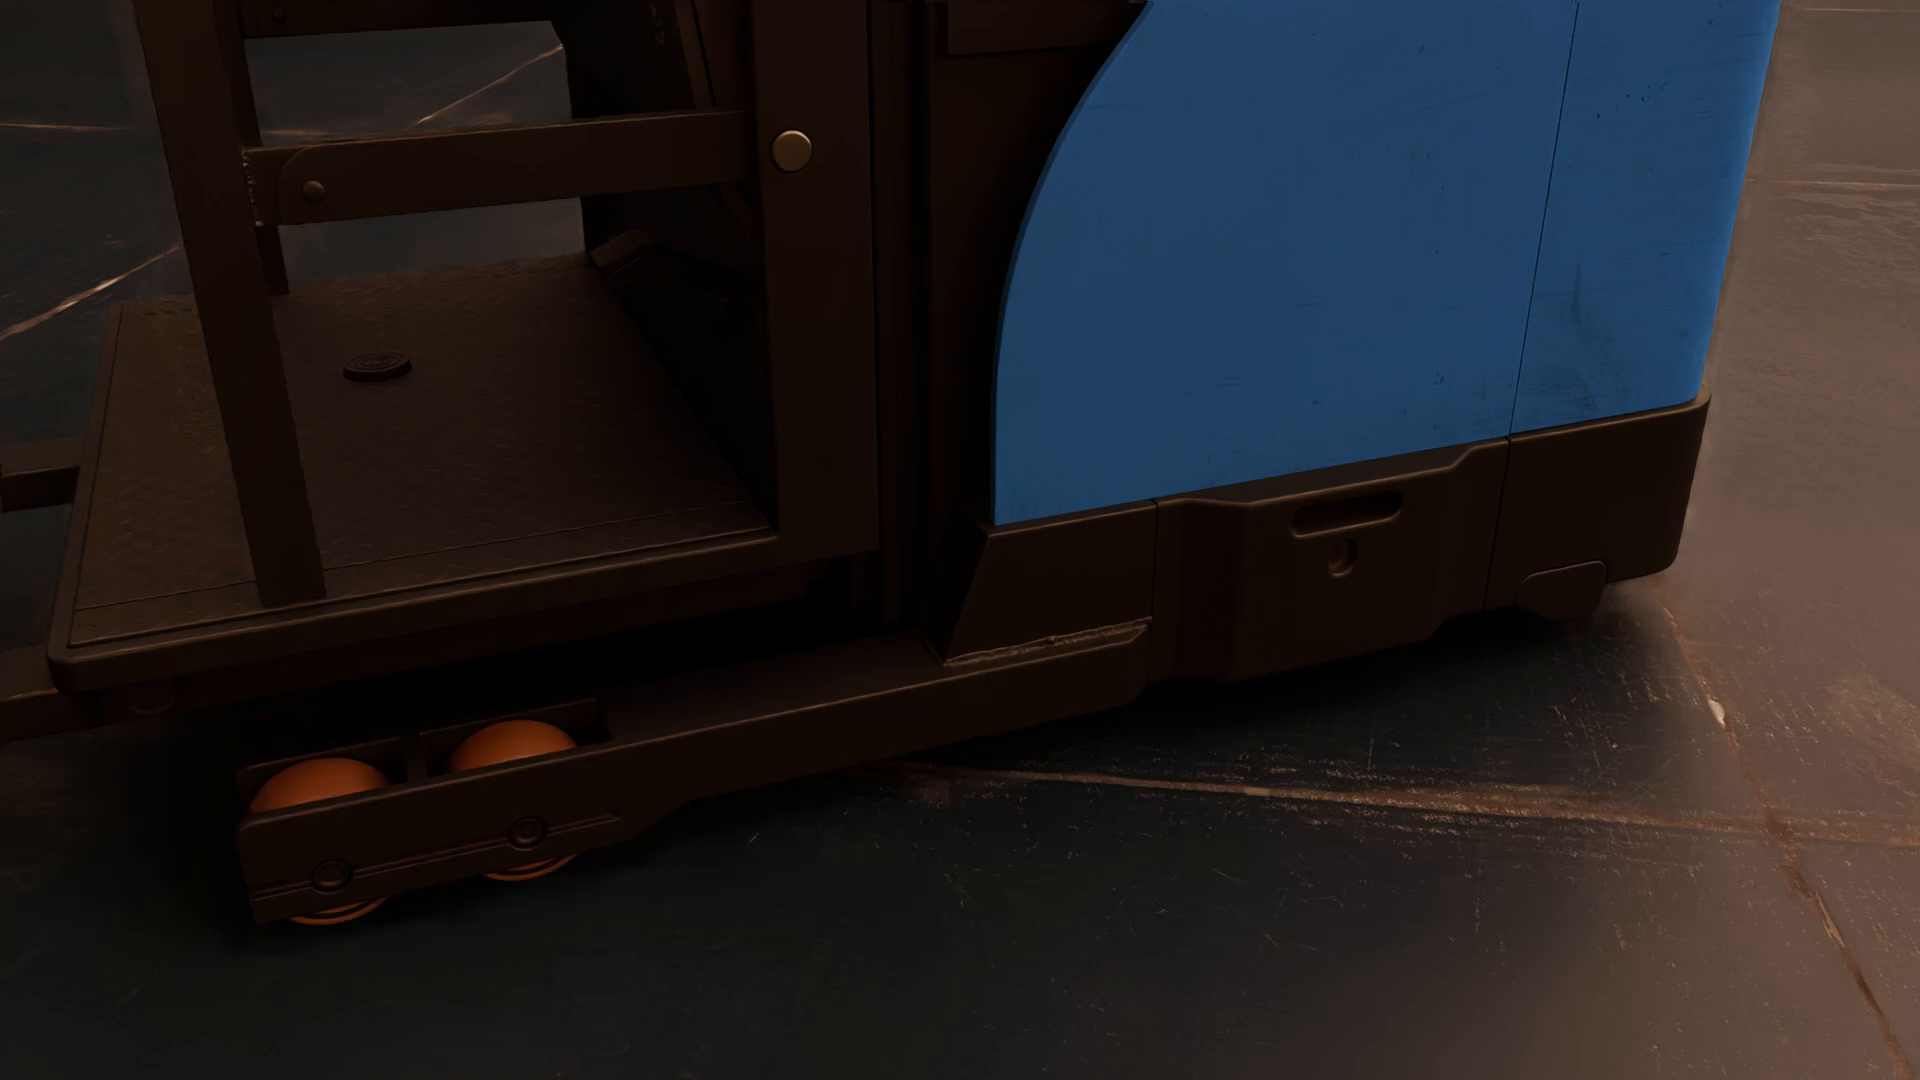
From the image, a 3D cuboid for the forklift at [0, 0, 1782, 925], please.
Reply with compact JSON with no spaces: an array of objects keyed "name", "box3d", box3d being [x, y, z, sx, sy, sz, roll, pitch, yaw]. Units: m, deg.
[{"name":"forklift","box3d":[-0.572,-1.185,1.591,3.031,2.935,1.130,-10,28,-19]}]
